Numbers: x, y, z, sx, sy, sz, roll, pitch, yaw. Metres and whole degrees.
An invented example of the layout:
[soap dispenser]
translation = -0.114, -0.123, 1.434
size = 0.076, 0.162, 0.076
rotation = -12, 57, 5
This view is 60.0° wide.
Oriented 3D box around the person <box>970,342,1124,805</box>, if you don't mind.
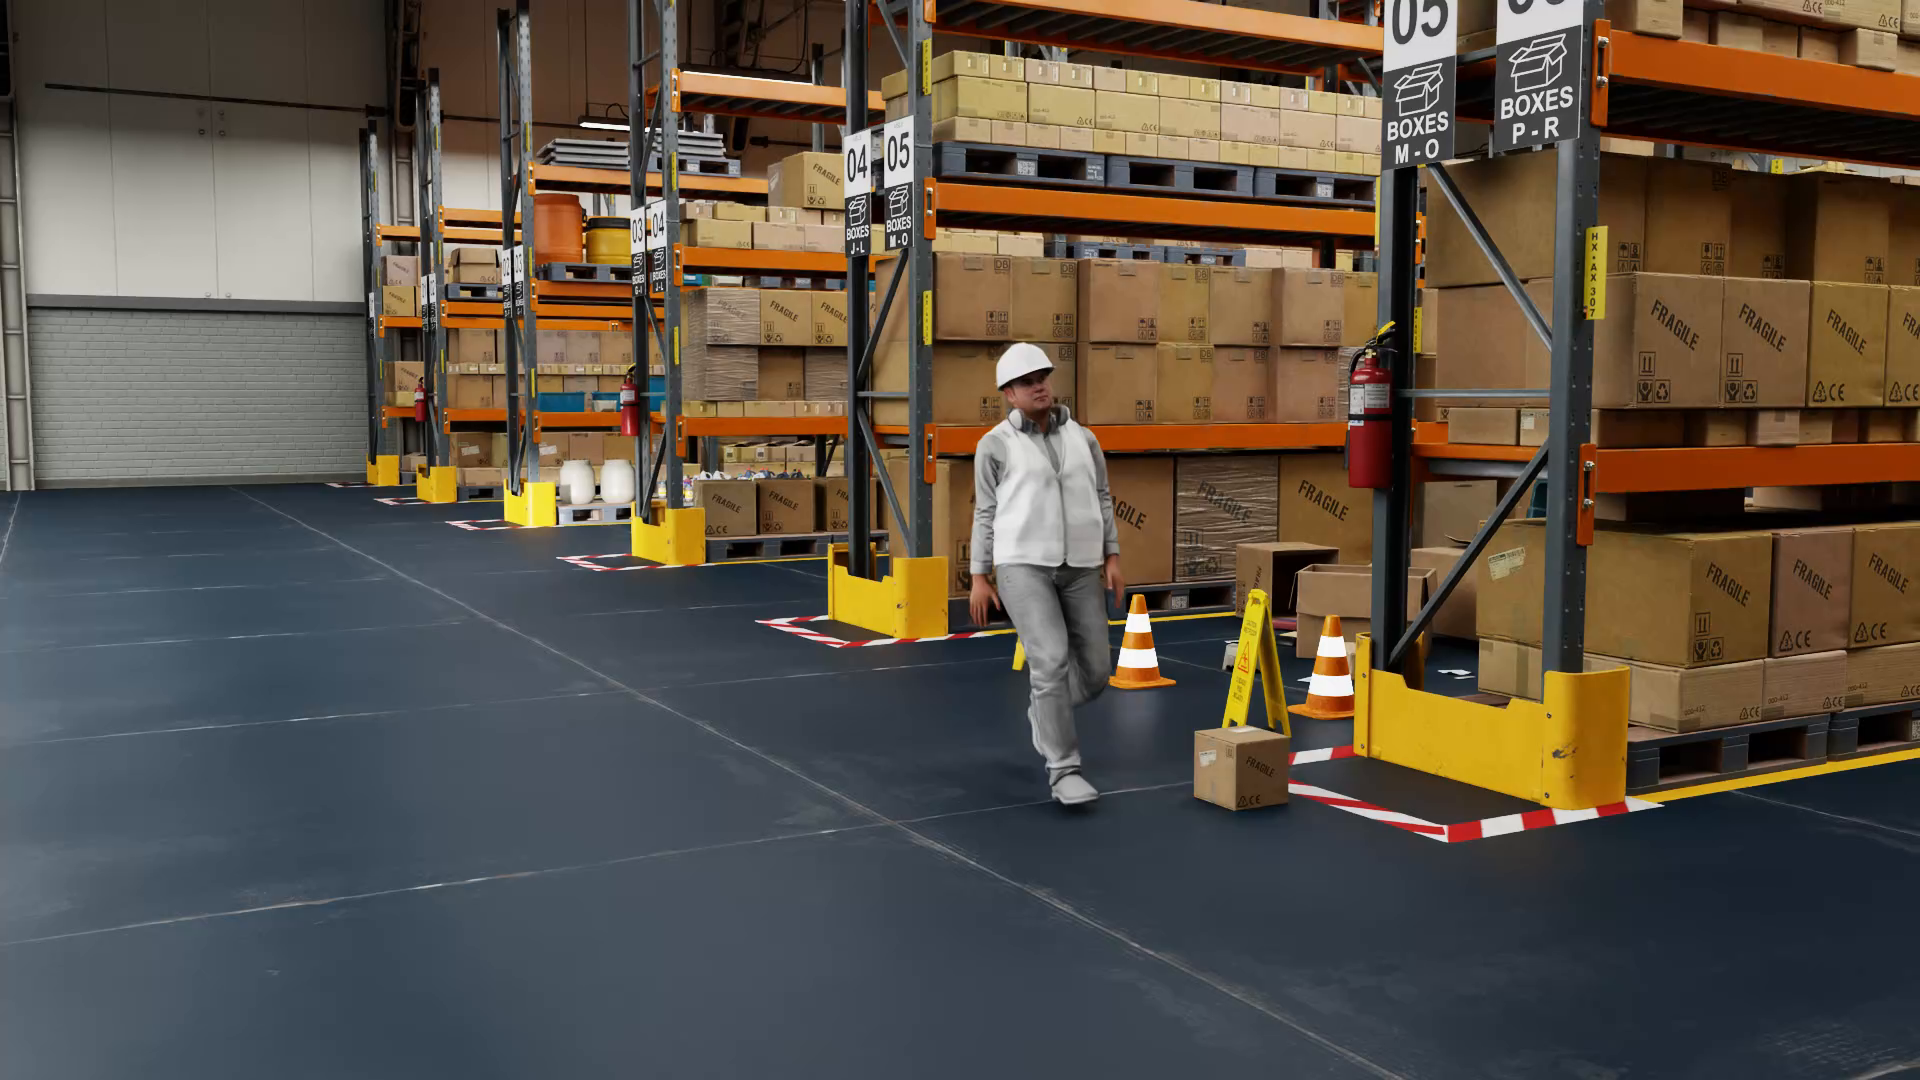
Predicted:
[person]
translation = 0.378, 0.103, 6.282
size = 0.587, 1.701, 0.842
rotation = -2, 5, -20
